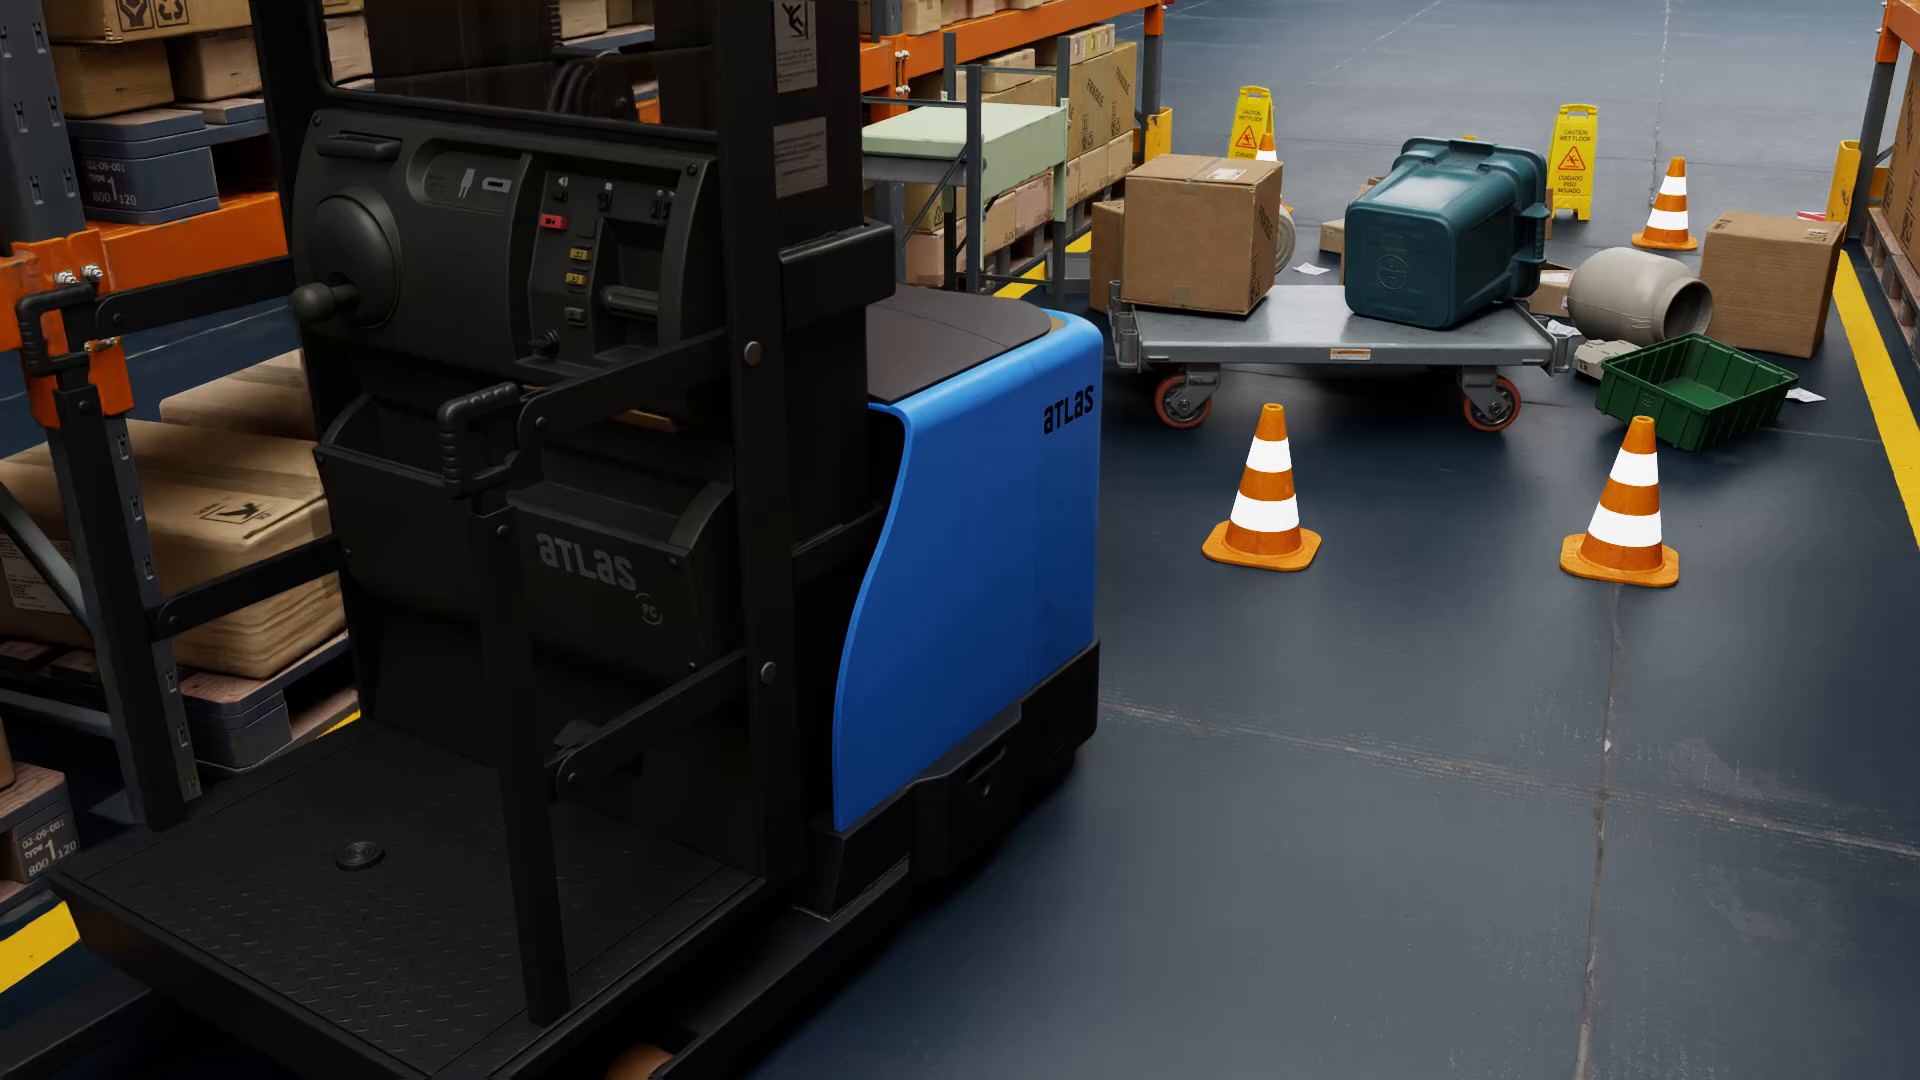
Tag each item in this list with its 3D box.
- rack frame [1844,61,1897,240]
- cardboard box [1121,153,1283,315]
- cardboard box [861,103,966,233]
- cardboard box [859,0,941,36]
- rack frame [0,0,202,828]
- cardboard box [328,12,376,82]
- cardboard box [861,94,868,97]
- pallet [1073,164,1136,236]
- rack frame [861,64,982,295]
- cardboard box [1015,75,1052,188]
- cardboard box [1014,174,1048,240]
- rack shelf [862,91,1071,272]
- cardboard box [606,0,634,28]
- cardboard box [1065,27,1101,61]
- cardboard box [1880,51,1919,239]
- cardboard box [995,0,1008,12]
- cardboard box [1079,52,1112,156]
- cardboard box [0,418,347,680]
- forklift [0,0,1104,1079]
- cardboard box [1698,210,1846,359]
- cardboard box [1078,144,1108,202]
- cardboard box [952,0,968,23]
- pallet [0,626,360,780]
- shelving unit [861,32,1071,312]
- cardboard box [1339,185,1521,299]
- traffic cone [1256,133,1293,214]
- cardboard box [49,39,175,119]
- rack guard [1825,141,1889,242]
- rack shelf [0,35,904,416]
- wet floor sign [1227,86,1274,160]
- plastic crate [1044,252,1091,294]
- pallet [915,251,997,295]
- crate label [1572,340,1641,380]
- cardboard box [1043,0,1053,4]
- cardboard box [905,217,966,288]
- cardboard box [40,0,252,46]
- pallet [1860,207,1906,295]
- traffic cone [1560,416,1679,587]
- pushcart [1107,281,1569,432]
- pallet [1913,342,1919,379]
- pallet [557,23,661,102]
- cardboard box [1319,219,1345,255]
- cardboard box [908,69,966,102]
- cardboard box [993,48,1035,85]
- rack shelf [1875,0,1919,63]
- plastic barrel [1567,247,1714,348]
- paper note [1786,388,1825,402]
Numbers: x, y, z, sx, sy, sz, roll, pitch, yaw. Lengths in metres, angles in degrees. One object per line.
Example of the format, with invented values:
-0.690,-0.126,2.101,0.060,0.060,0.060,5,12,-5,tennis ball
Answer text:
5.403,-3.012,8.570,1.000,3.000,0.127,9,24,20,rack frame
0.947,-1.205,6.504,0.500,0.500,0.500,9,24,20,cardboard box
-0.247,-1.697,7.470,0.500,0.500,0.500,10,25,23,cardboard box
-0.302,-2.204,6.961,0.380,0.149,0.250,9,24,20,cardboard box
-2.202,-0.822,3.326,1.000,3.000,0.127,9,24,20,rack frame
-1.628,-1.177,3.958,0.380,0.149,0.250,7,24,17,cardboard box
-0.746,-1.775,7.656,0.500,0.500,0.500,8,24,19,cardboard box
0.407,-2.085,9.968,1.003,0.211,1.213,9,24,20,pallet
-0.133,-0.563,4.653,0.400,1.500,0.023,9,24,20,rack frame
0.136,-2.075,8.377,0.500,0.500,0.500,10,25,23,cardboard box
0.136,-1.734,8.532,0.500,0.250,0.500,8,24,19,cardboard box
0.002,-1.055,4.816,0.431,0.370,0.720,9,24,20,rack shelf
-1.237,-1.665,5.125,0.380,0.149,0.250,8,24,18,cardboard box
0.544,-2.701,9.032,0.380,0.149,0.250,9,24,21,cardboard box
5.212,-1.974,8.295,0.875,0.875,0.875,9,24,20,cardboard box
0.009,-2.585,7.873,0.380,0.149,0.250,9,24,20,cardboard box
0.523,-2.445,9.260,0.500,0.500,0.500,10,25,22,cardboard box
-1.983,-0.004,4.232,0.950,0.372,0.625,7,24,16,cardboard box
-0.900,-0.477,2.589,1.130,2.935,3.031,14,27,30,forklift
3.541,-1.131,7.306,0.500,0.500,0.500,13,26,29,cardboard box
0.519,-2.098,9.403,0.500,0.250,0.500,9,24,20,cardboard box
-0.186,-2.402,7.434,0.380,0.149,0.250,9,24,20,cardboard box
-1.911,0.185,4.533,1.003,0.211,1.213,9,24,20,pallet
0.002,-0.694,4.967,0.431,1.500,0.755,9,24,20,shelving unit
2.128,-1.269,7.458,0.797,0.637,0.503,9,24,20,cardboard box
1.807,-2.176,9.858,0.336,0.463,0.334,9,24,20,traffic cone
-1.909,-0.990,3.508,0.380,0.149,0.250,7,24,17,cardboard box
5.412,-1.867,9.072,1.175,0.500,0.348,9,24,20,rack guard
-1.459,-1.206,5.178,1.077,0.370,4.000,9,24,20,rack shelf
1.833,-2.513,10.430,0.267,0.644,0.232,19,29,38,wet floor sign
0.628,-1.351,8.380,0.402,0.080,0.583,1,23,2,plastic crate
-0.500,-1.212,7.878,1.003,0.211,1.213,9,24,20,pallet
2.678,-0.729,6.817,0.298,0.136,0.250,-7,24,-17,crate label
0.250,-2.755,8.280,0.380,0.149,0.250,9,24,20,cardboard box
-0.247,-1.351,7.615,0.500,0.250,0.500,8,24,18,cardboard box
-1.820,-1.327,3.475,0.500,0.500,0.500,8,24,19,cardboard box
5.178,-1.428,8.395,1.003,0.211,1.213,9,24,20,pallet
2.017,-0.147,5.001,0.336,0.463,0.334,9,24,20,traffic cone
1.419,-0.735,6.520,1.648,0.377,0.936,1,23,2,pushcart
4.272,-0.555,6.305,1.003,0.211,1.213,9,24,20,pallet
-1.505,-1.448,5.073,1.003,0.211,1.213,9,24,20,pallet
2.158,-1.611,8.915,0.250,0.149,0.380,-17,28,-35,cardboard box
-0.144,-2.032,7.432,0.380,0.149,0.250,9,24,21,cardboard box
0.142,-2.313,8.105,0.380,0.149,0.250,10,25,23,cardboard box
4.660,-1.965,6.995,1.077,0.370,4.000,9,24,20,rack shelf
2.914,-1.018,7.137,0.421,0.421,0.512,-12,25,-26,plastic barrel
3.326,-0.581,6.601,0.147,0.020,0.142,-7,24,-17,paper note
